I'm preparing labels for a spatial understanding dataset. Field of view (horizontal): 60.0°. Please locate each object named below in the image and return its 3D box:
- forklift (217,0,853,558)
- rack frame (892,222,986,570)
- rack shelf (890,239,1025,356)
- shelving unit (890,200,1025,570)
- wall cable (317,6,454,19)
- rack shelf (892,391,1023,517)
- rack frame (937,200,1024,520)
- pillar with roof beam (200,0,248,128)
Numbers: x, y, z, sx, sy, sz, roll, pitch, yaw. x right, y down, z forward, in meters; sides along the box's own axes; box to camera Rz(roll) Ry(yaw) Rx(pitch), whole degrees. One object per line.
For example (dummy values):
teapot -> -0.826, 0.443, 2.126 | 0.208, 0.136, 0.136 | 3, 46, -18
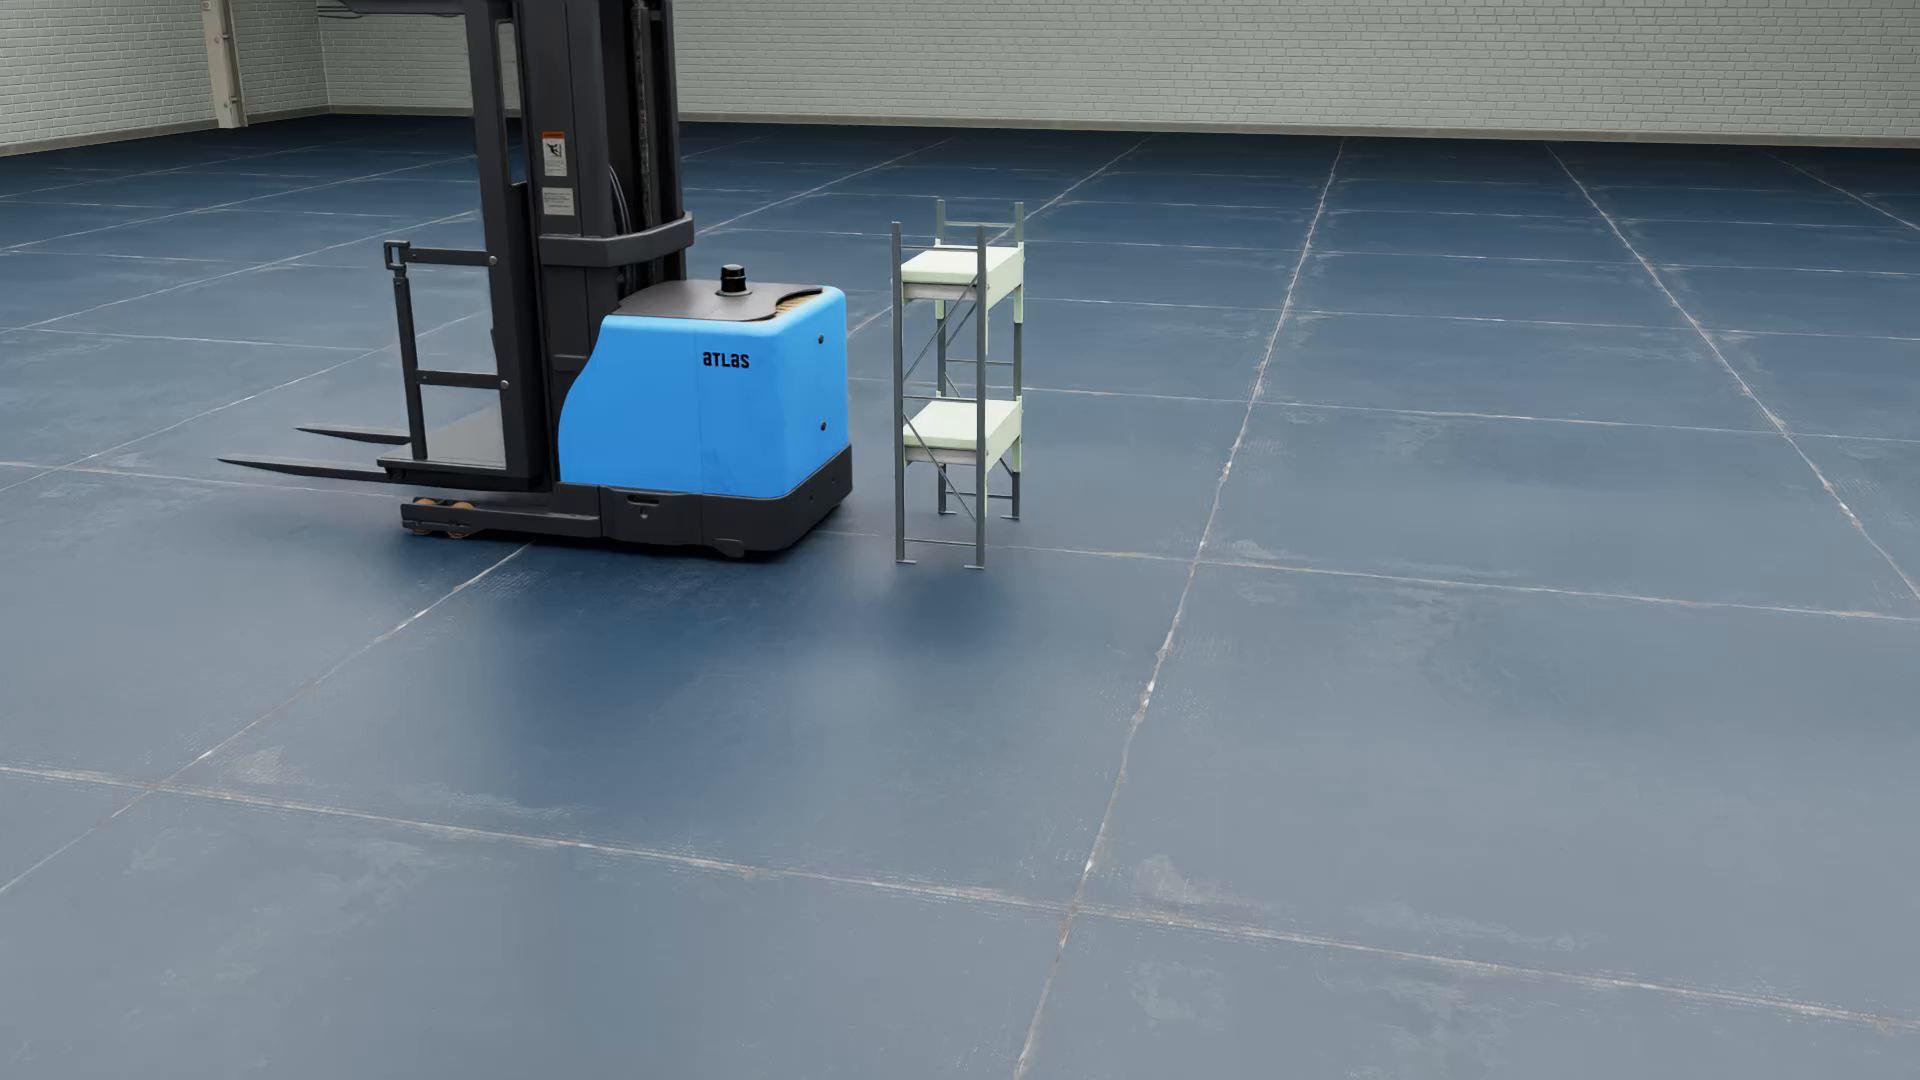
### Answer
forklift -> -2.103, -1.552, 7.696 | 3.031, 2.935, 1.130 | 5, 19, 14
rack frame -> -0.088, -0.597, 7.115 | 0.400, 1.500, 0.023 | 5, 19, 13
rack shelf -> 0.002, -1.081, 7.325 | 0.431, 0.370, 0.720 | 5, 19, 13
shelving unit -> 0.002, -0.712, 7.451 | 0.431, 1.500, 0.755 | 5, 19, 13
wall cable -> -10.310, -10.600, 29.604 | 3.097, 2.526, 0.112 | 5, 19, 13
rack shelf -> 0.002, -0.403, 7.557 | 0.431, 0.370, 0.720 | 5, 19, 13
rack frame -> 0.091, -0.827, 7.787 | 0.400, 1.500, 0.023 | 5, 19, 13
pillar with roof beam -> -8.138, -10.911, 25.709 | 9.100, 9.000, 0.400 | 5, 19, 13
